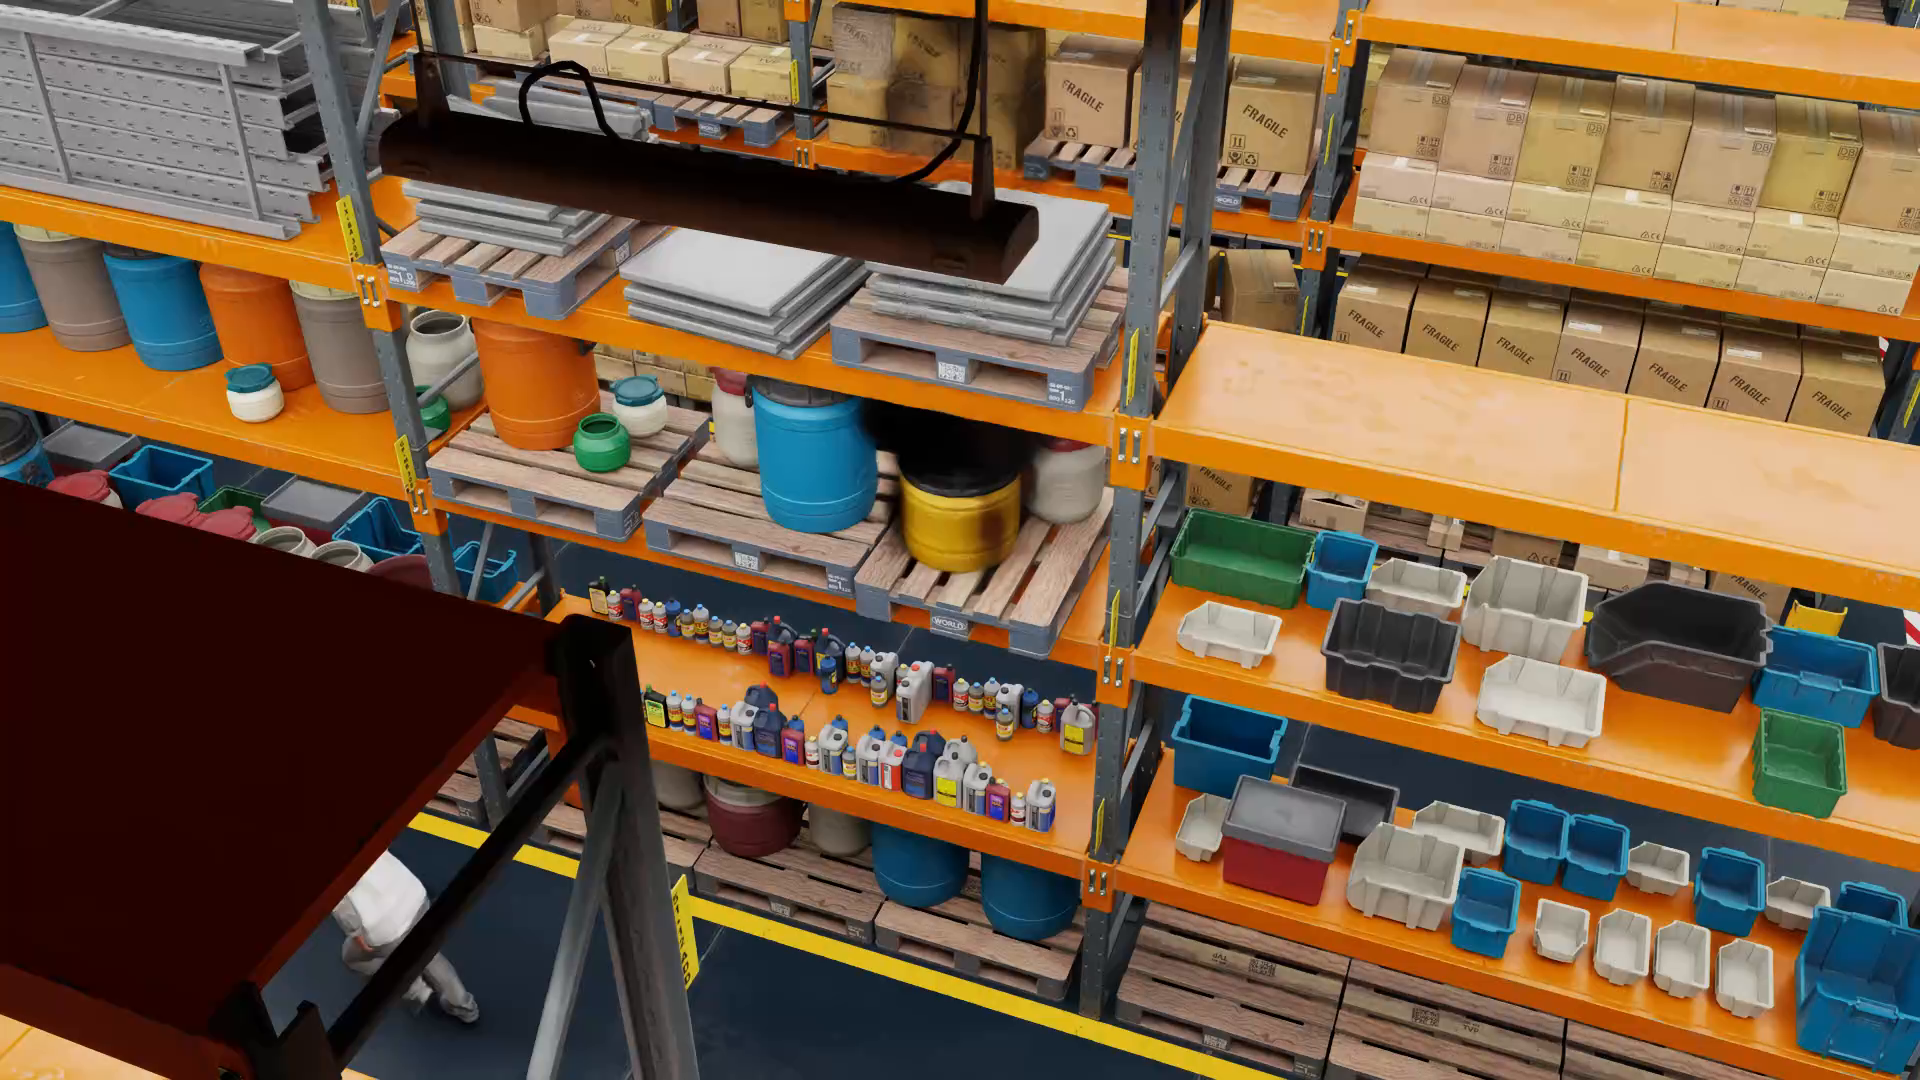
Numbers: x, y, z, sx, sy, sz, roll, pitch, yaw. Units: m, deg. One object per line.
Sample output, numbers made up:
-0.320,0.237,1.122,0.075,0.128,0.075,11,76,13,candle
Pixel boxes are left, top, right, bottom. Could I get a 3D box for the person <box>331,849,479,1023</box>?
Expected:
-3.236,2.093,9.185,0.928,1.608,0.690,9,37,12,person
